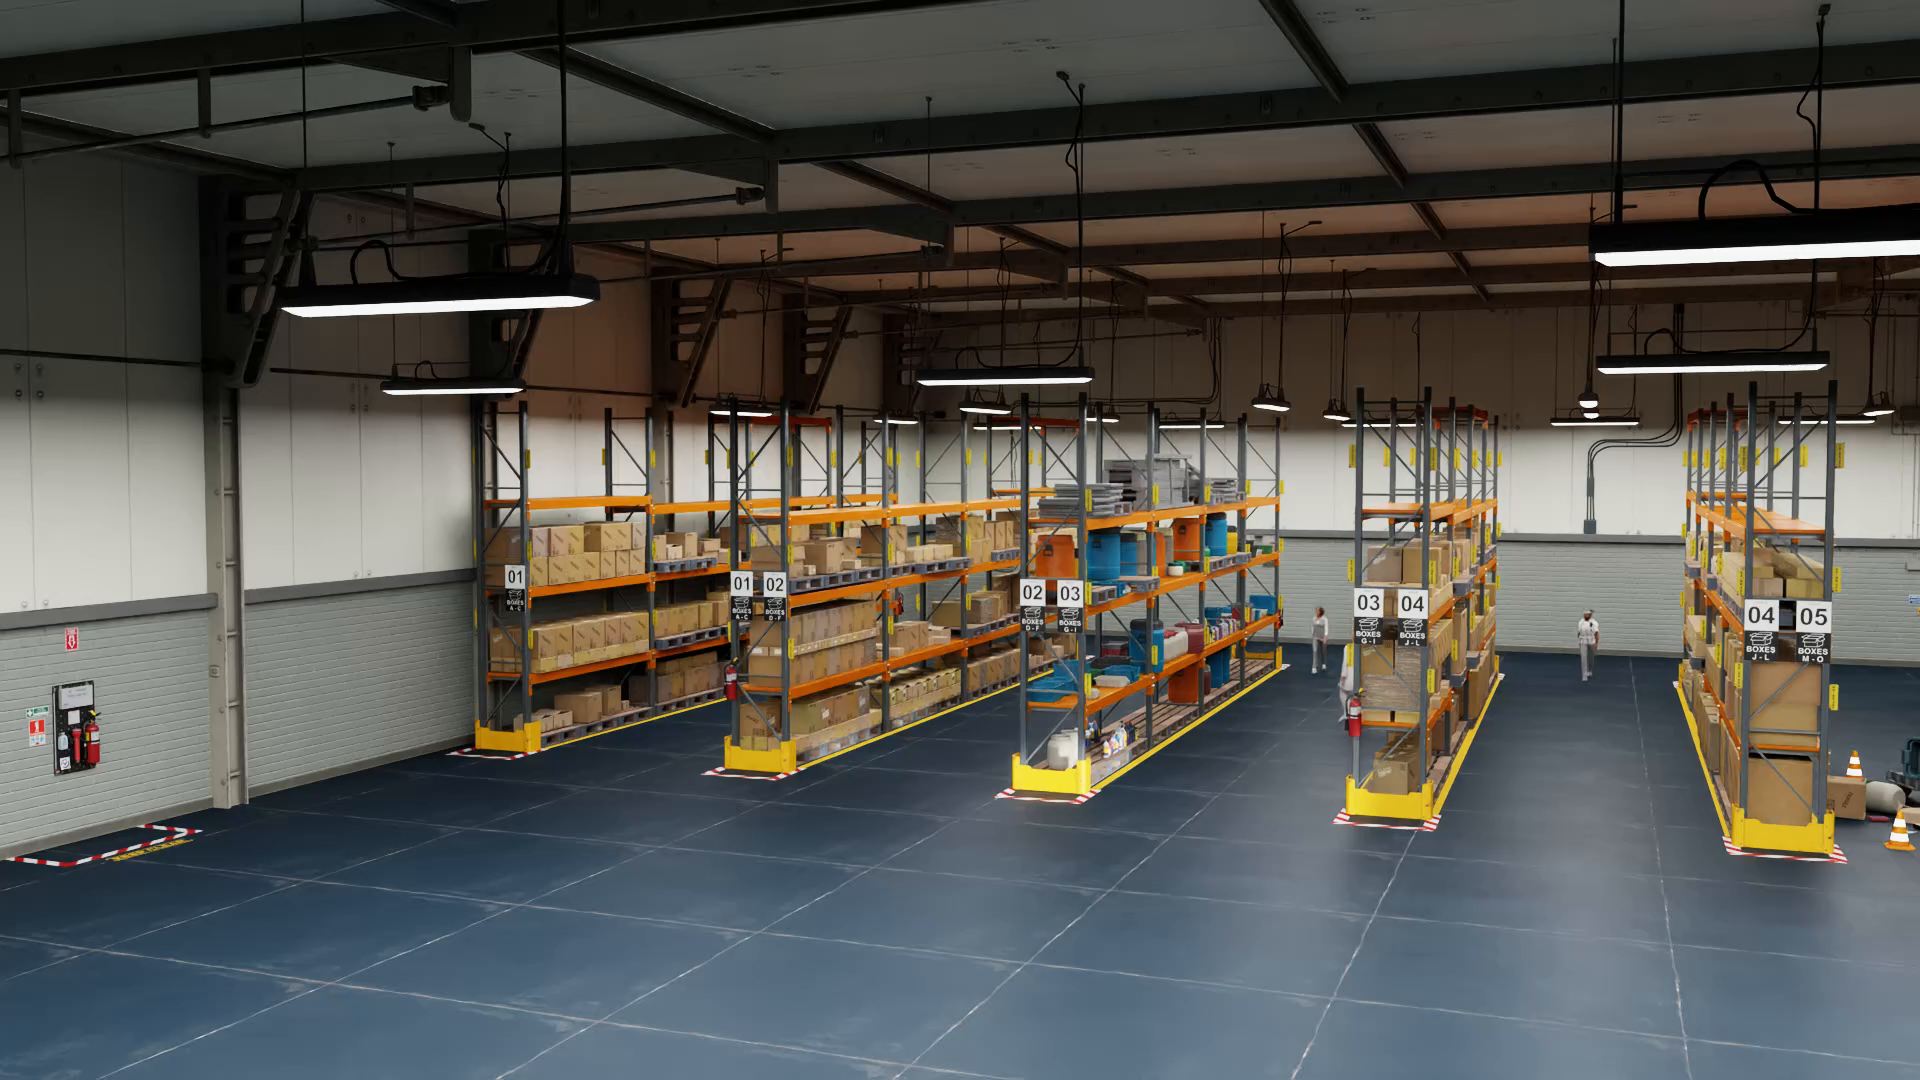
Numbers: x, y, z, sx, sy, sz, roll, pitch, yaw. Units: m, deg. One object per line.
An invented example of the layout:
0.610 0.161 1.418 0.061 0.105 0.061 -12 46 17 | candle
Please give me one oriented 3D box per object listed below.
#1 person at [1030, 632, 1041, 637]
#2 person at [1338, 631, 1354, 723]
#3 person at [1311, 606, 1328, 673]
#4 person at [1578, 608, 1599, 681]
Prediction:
1.972 2.005 43.102 0.568 1.758 0.614 1 3 23 | person
7.415 2.576 31.255 0.602 1.775 0.516 0 3 5 | person
8.421 2.315 38.900 0.401 1.539 0.972 1 3 20 | person
14.222 2.338 37.629 0.433 1.626 1.033 1 3 18 | person
